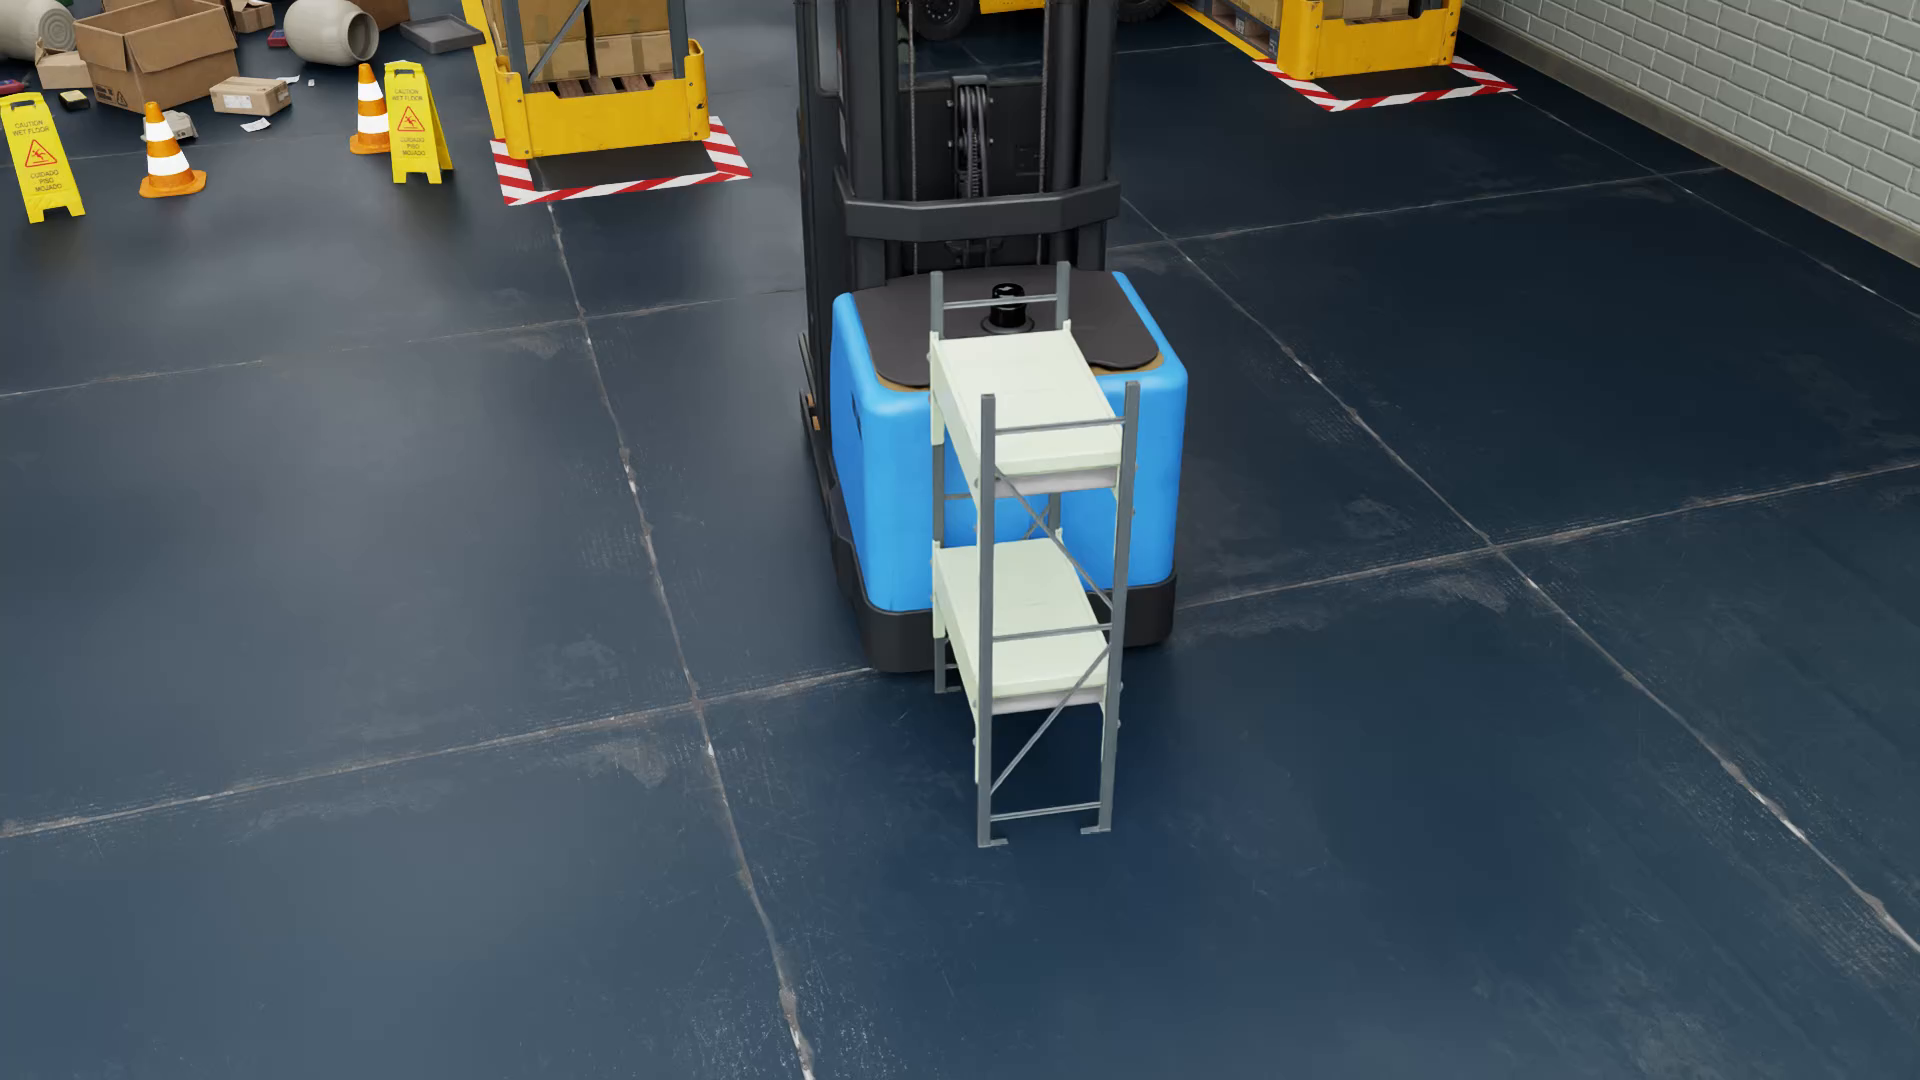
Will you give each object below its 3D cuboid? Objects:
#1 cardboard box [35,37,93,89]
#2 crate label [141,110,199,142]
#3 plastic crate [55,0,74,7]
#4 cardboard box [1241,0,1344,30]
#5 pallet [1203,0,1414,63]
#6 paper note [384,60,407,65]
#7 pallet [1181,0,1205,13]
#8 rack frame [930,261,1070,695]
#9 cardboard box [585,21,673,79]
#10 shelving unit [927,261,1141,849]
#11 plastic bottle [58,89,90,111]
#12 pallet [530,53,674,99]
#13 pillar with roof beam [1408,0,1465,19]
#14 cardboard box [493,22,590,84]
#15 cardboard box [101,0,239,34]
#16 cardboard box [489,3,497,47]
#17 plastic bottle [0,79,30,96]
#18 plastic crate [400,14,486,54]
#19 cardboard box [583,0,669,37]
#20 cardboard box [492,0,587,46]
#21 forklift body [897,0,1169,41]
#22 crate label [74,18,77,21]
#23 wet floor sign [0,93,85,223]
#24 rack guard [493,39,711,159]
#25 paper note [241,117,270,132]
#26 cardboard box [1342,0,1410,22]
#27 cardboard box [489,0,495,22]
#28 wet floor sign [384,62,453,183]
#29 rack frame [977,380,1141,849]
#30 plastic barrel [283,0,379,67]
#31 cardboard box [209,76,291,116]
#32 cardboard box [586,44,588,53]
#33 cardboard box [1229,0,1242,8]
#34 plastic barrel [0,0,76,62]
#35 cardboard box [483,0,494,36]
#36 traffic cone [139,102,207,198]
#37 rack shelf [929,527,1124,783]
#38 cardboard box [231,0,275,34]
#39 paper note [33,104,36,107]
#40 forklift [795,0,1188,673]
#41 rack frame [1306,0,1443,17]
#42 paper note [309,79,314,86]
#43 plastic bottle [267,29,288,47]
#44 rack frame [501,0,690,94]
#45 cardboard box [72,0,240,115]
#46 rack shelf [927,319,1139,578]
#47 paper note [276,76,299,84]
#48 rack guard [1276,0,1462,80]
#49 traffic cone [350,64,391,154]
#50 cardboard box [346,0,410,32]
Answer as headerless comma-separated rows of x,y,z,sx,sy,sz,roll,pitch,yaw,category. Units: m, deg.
-5.677,-3.060,10.640,0.396,0.266,0.258,-4,34,-6,cardboard box
-4.664,-2.431,9.804,0.298,0.136,0.250,27,42,34,crate label
-6.655,-3.773,11.738,0.450,0.188,0.662,-2,32,16,plastic crate
2.229,-3.637,11.147,0.500,0.250,0.500,-10,35,-14,cardboard box
2.401,-3.647,11.577,1.003,0.211,1.213,-10,35,-15,pallet
-3.716,-3.152,10.993,0.142,0.019,0.148,-23,40,-31,paper note
2.032,-4.286,12.545,1.003,0.211,1.213,-10,35,-15,pallet
0.114,-0.142,5.105,0.400,1.500,0.023,-6,34,-9,rack frame
-2.035,-3.077,10.299,0.500,0.250,0.500,-10,35,-15,cardboard box
0.182,0.056,4.805,0.431,1.500,0.755,-6,34,-9,shelving unit
-5.522,-2.743,10.346,0.133,0.061,0.283,-23,40,-31,plastic bottle
-2.290,-2.888,10.429,1.003,0.211,1.213,-10,35,-15,pallet
-0.780,-6.712,8.244,9.100,9.000,0.400,-10,35,-15,pillar with roof beam
-2.562,-2.999,10.180,0.500,0.250,0.500,-10,35,-15,cardboard box
-5.292,-3.580,11.088,0.797,0.637,0.503,-10,35,-15,cardboard box
-2.706,-3.259,10.575,0.500,0.250,0.500,-10,35,-15,cardboard box
-6.051,-2.862,10.525,0.283,0.061,0.133,-23,40,-31,plastic bottle
-3.574,-3.499,11.472,0.402,0.080,0.583,-23,40,-31,plastic crate
-2.043,-3.402,10.111,0.500,0.500,0.500,-11,35,-16,cardboard box
-2.545,-3.297,9.951,0.500,0.500,0.500,-10,35,-14,cardboard box
0.358,-4.750,11.488,2.313,2.155,1.214,-10,35,-15,forklift body
-6.226,-3.518,11.449,0.250,0.136,0.298,19,38,26,crate label
-4.841,-2.029,8.735,0.267,0.644,0.232,-16,37,-23,wet floor sign
-2.076,-2.576,9.695,1.175,0.500,0.348,-10,35,-15,rack guard
-4.236,-2.502,10.008,0.148,0.019,0.142,-23,40,-31,paper note
2.710,-3.734,11.294,0.500,0.250,0.500,-10,35,-15,cardboard box
-2.707,-3.570,10.365,0.500,0.500,0.500,-9,34,-13,cardboard box
-3.013,-2.317,9.171,0.267,0.644,0.232,1,33,2,wet floor sign
0.249,0.254,4.505,0.400,1.500,0.023,-6,34,-9,rack frame
-4.124,-3.334,10.911,0.512,0.421,0.421,13,36,18,plastic barrel
-4.376,-2.738,10.258,0.380,0.149,0.250,7,34,10,cardboard box
-2.184,-3.346,10.706,0.500,0.250,0.500,-9,34,-13,cardboard box
2.087,-3.900,11.544,0.500,0.250,0.500,-10,35,-15,cardboard box
-6.149,-3.381,10.983,0.512,0.421,0.421,13,36,18,plastic barrel
-2.871,-3.533,10.989,0.500,0.250,0.500,-11,35,-16,cardboard box
-4.365,-2.164,9.105,0.336,0.463,0.334,-10,35,-15,traffic cone
0.182,0.328,4.984,0.431,0.370,0.720,-6,34,-9,rack shelf
-5.068,-3.750,11.684,0.396,0.266,0.258,19,38,26,cardboard box
-5.754,-2.685,10.304,0.032,0.001,0.123,7,34,10,paper note
-0.054,-1.589,5.996,1.130,2.935,3.031,-6,34,-9,forklift
2.674,-4.416,10.211,1.000,3.000,0.127,-10,35,-15,rack frame
-4.171,-2.942,10.693,0.032,0.001,0.123,-10,35,-15,paper note
-4.665,-3.460,11.431,0.133,0.061,0.283,-4,34,-6,plastic bottle
-2.052,-3.579,8.945,1.000,3.000,0.127,-10,35,-15,rack frame
-4.999,-3.034,10.385,0.637,0.503,0.797,19,38,26,cardboard box
0.182,-0.270,4.590,0.431,0.370,0.720,-6,34,-9,rack shelf
-4.353,-2.968,10.724,0.148,0.019,0.142,1,33,2,paper note
2.681,-3.360,10.881,1.175,0.500,0.348,-10,35,-15,rack guard
-3.412,-2.529,9.658,0.336,0.463,0.334,-10,35,-15,traffic cone
-4.241,-3.846,11.614,0.500,0.500,0.500,13,36,18,cardboard box
